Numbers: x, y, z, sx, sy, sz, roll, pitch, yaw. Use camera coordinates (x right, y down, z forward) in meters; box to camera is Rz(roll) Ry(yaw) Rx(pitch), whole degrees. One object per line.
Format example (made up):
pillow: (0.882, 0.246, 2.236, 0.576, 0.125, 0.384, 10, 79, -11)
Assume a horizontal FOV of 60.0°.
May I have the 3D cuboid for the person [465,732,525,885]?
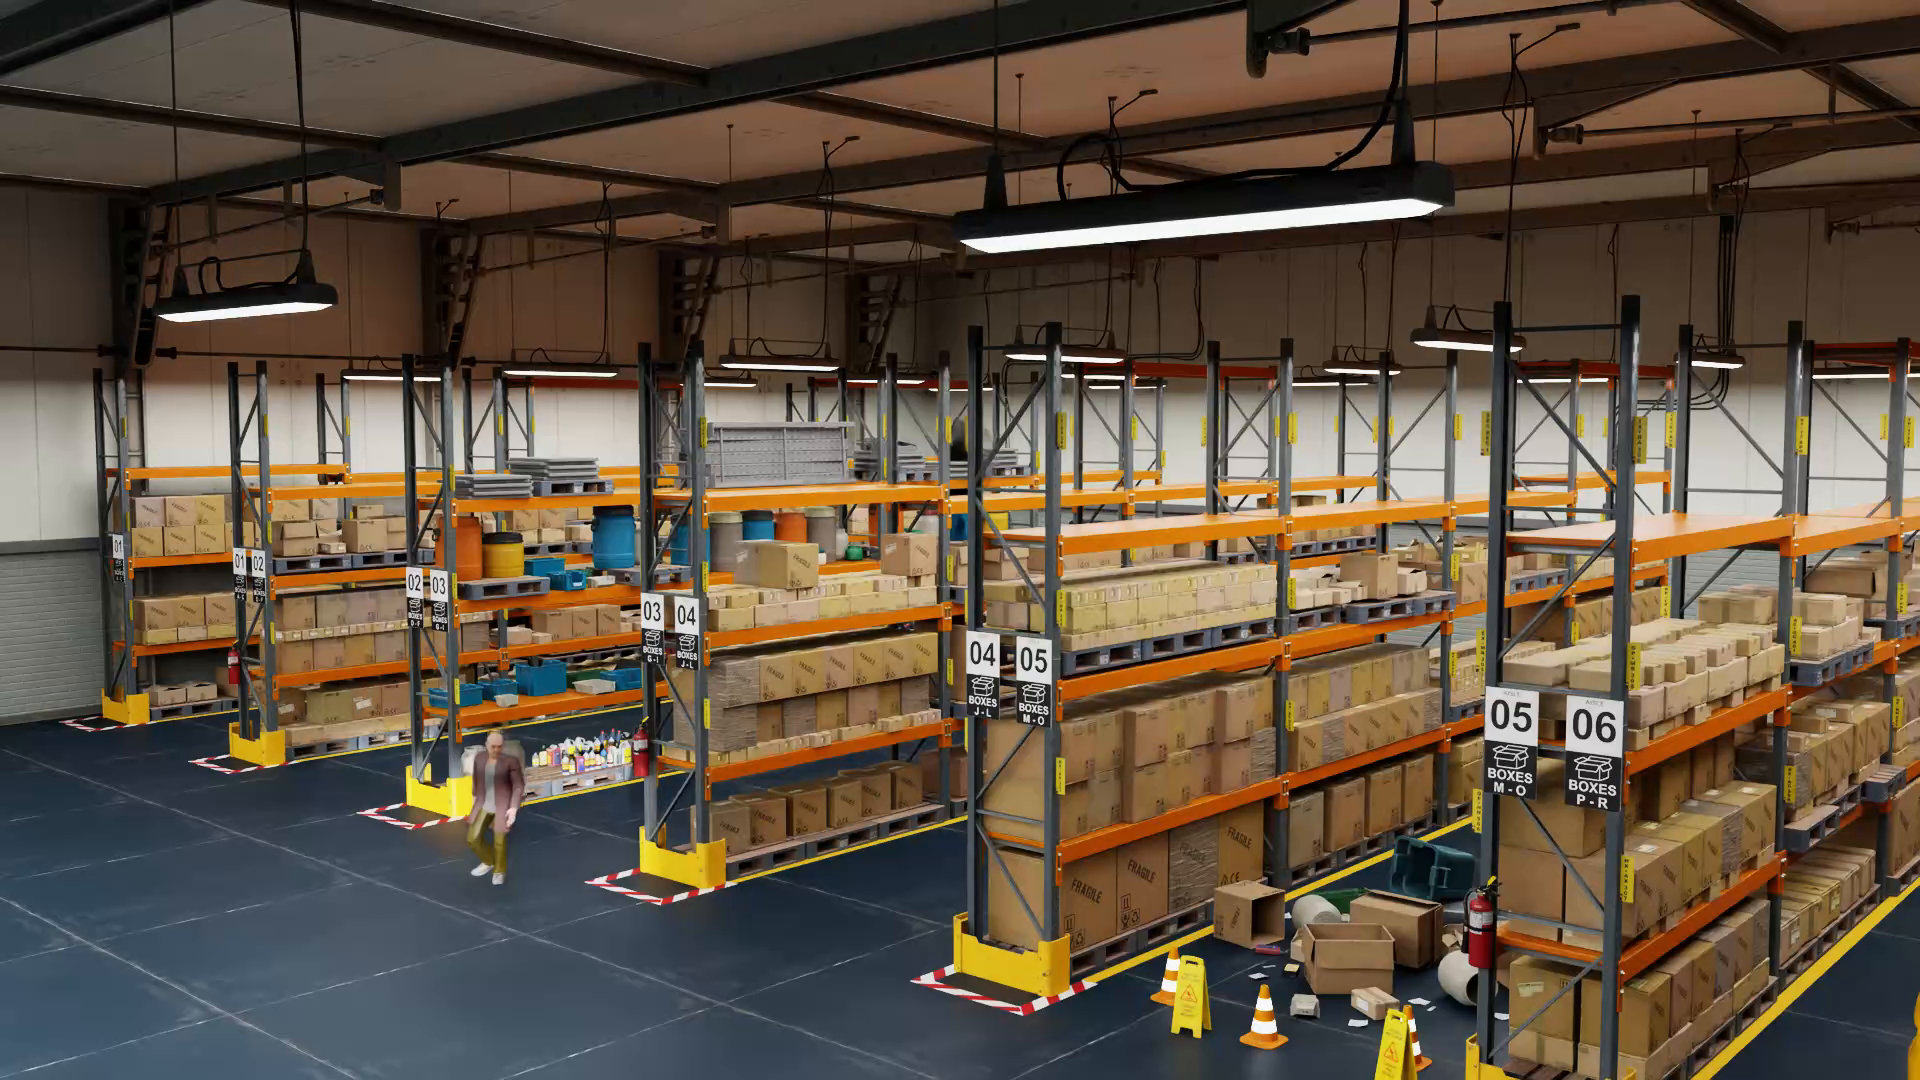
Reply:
person: (-5.111, 2.953, 18.296, 0.721, 1.739, 0.676, 0, 4, 5)
